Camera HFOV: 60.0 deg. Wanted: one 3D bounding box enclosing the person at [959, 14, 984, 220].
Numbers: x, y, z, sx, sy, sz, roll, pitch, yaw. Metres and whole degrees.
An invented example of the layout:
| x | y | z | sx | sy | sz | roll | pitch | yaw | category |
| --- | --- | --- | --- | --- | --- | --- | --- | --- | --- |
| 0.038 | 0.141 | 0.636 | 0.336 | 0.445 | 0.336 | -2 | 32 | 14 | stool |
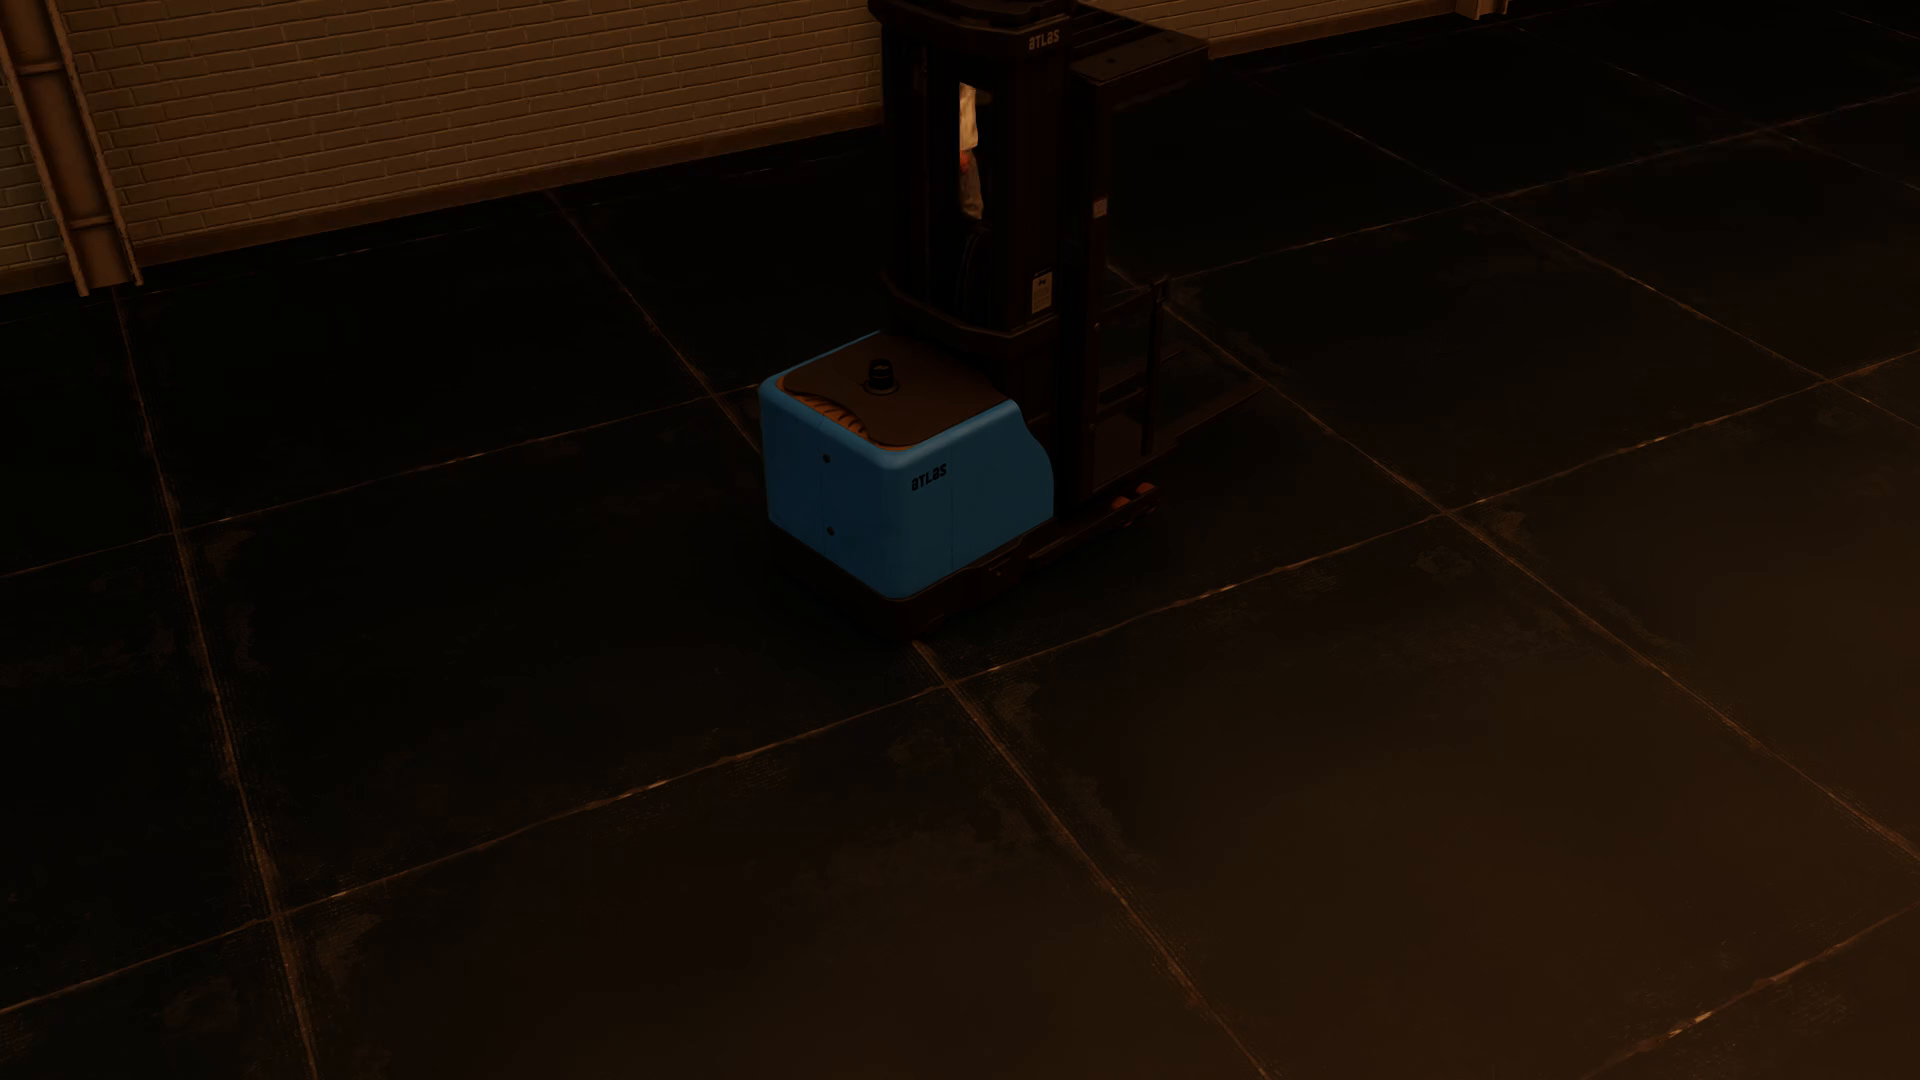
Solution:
| x | y | z | sx | sy | sz | roll | pitch | yaw | category |
| --- | --- | --- | --- | --- | --- | --- | --- | --- | --- |
| 0.014 | -2.580 | 10.786 | 0.493 | 1.762 | 0.724 | -6 | 36 | -8 | person |

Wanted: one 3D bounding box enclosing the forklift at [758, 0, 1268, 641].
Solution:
| x | y | z | sx | sy | sz | roll | pitch | yaw | category |
| --- | --- | --- | --- | --- | --- | --- | --- | --- | --- |
| 0.441 | -1.454 | 8.180 | 3.031 | 2.935 | 1.130 | -29 | 44 | -34 | forklift |
